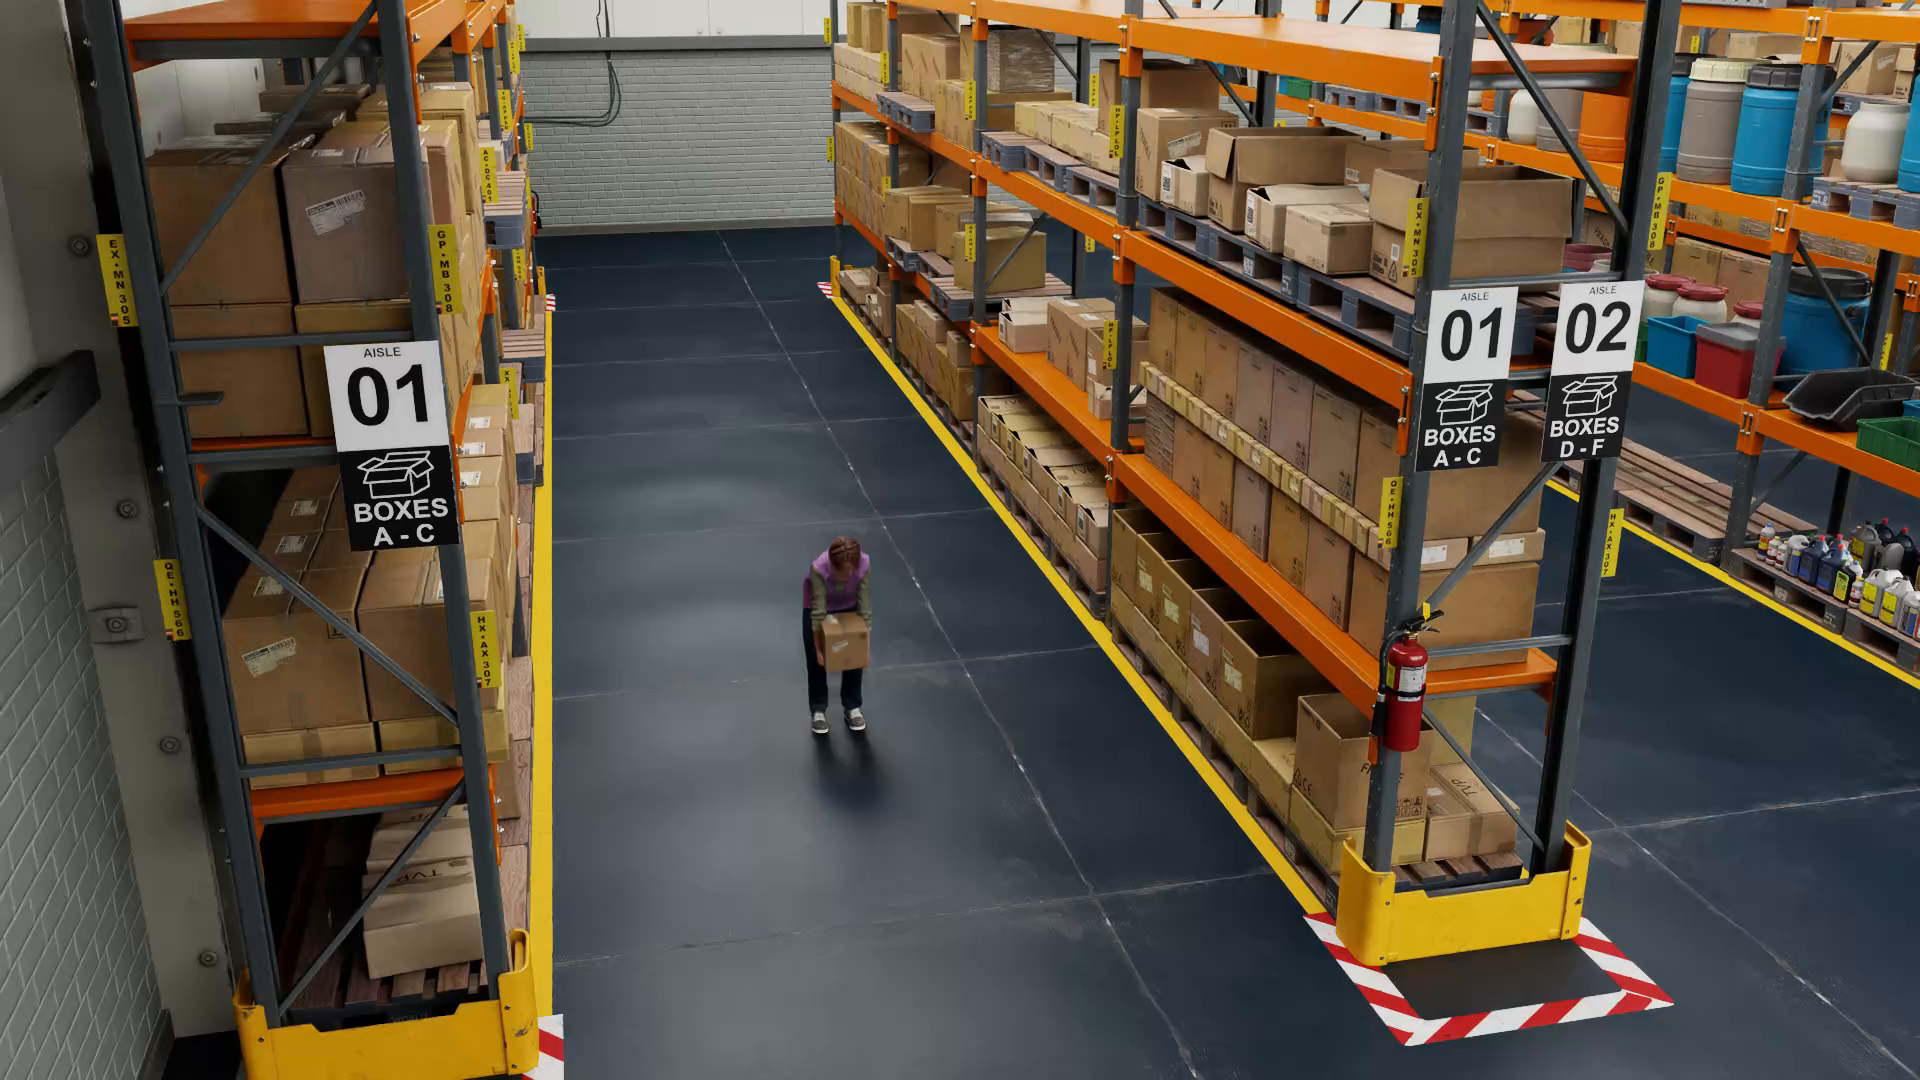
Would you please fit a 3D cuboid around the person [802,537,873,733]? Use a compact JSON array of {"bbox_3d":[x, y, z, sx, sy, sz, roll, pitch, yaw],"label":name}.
[{"bbox_3d":[-0.726,0.555,9.913,0.381,1.359,0.727,-5,21,-14],"label":"person"}]
